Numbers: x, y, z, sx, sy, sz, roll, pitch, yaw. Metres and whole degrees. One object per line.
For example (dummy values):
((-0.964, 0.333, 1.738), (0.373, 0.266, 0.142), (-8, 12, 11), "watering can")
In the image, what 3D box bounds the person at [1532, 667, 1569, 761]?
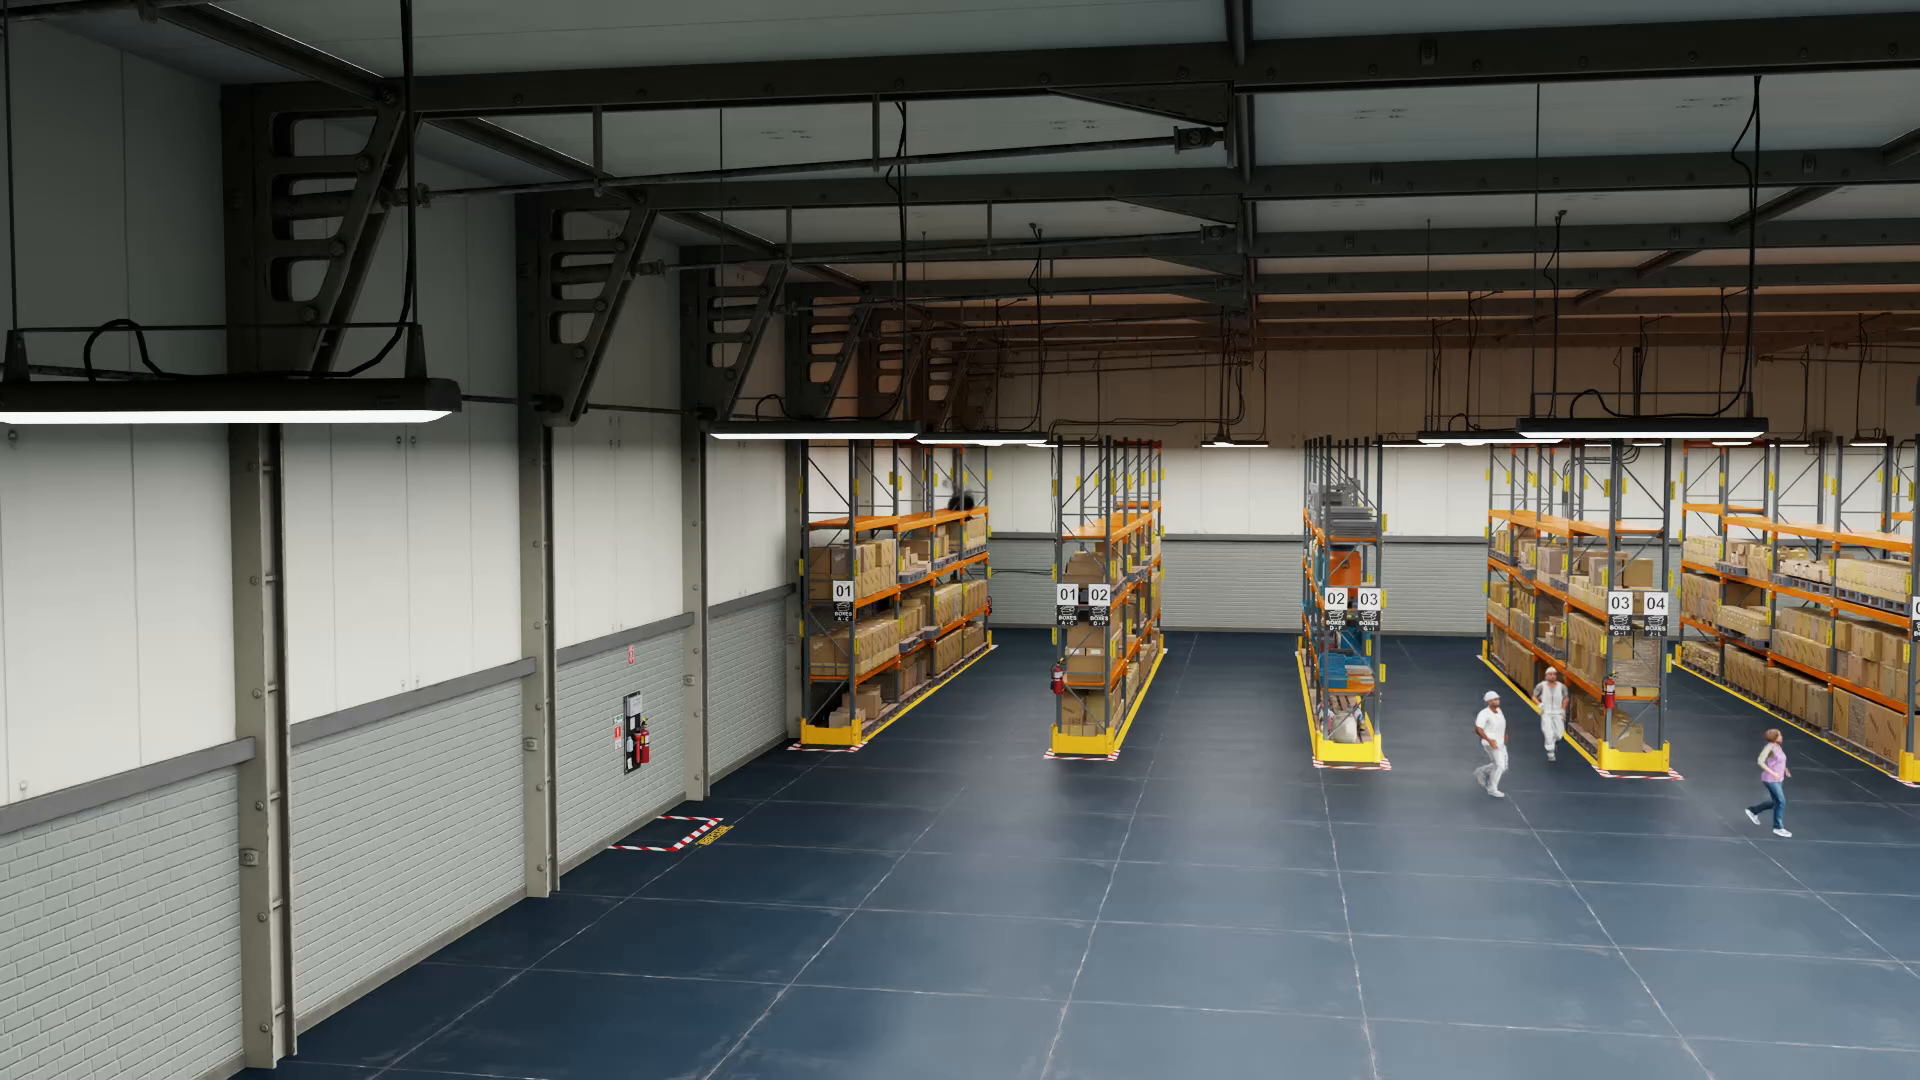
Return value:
((10.864, 3.203, 30.587), (0.660, 1.746, 0.618), (1, 3, 12), "person")

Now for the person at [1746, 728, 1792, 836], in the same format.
((12.078, 3.595, 24.814), (0.664, 1.589, 0.550), (3, 4, 42), "person")

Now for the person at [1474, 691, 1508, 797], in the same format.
((8.807, 3.369, 27.634), (0.561, 1.732, 0.693), (3, 4, 45), "person")
